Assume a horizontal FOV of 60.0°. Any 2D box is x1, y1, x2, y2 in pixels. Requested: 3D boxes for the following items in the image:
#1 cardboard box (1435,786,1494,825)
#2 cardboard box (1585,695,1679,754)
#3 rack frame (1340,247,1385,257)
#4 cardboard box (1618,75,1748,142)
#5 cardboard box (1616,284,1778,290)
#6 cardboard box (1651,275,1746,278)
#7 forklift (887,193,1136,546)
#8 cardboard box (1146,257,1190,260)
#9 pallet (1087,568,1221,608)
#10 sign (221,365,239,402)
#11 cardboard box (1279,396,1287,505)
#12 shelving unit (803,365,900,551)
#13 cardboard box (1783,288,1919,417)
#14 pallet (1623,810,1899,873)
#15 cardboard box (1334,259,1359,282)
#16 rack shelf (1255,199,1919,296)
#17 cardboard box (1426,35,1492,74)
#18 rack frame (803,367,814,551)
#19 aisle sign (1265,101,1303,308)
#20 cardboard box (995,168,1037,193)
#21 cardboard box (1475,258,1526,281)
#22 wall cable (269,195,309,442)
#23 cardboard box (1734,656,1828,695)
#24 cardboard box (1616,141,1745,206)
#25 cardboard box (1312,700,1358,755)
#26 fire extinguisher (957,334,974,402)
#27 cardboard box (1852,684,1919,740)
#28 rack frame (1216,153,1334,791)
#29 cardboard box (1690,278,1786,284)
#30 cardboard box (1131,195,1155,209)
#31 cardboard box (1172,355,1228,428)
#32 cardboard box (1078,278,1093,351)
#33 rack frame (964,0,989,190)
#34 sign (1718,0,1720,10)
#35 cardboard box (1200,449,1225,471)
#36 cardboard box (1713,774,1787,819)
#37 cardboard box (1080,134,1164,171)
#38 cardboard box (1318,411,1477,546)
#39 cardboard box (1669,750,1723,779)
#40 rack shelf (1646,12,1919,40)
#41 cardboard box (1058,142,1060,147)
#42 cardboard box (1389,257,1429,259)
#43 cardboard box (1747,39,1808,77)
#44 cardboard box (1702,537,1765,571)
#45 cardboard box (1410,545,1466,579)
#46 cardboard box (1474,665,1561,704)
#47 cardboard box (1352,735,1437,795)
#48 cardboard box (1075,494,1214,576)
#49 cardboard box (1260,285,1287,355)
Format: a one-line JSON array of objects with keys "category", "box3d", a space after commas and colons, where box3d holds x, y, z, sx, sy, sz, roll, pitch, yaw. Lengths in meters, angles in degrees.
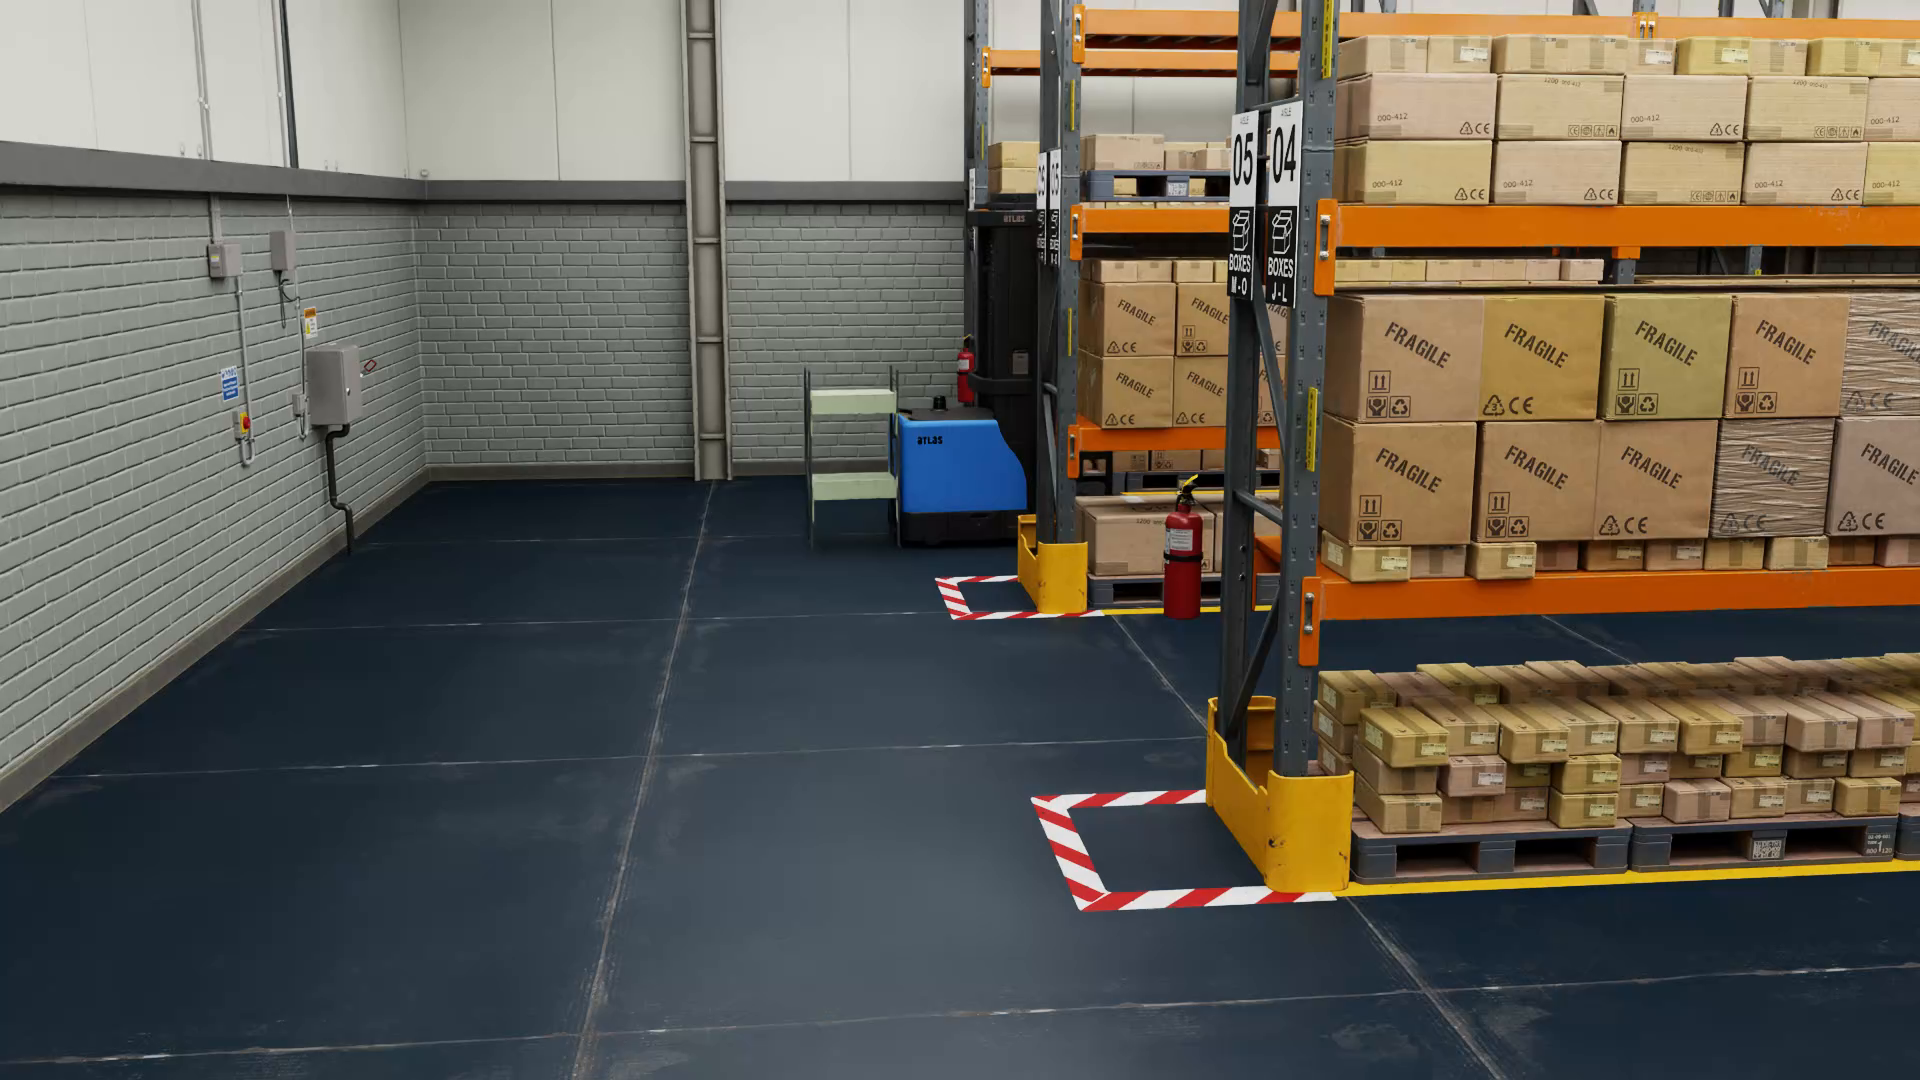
[{"category": "cardboard box", "box3d": [2.137, 1.105, 7.274, 0.250, 0.149, 0.380, -1, 11, -6]}, {"category": "cardboard box", "box3d": [2.927, 0.803, 7.265, 0.250, 0.149, 0.380, -1, 11, -4]}, {"category": "rack frame", "box3d": [4.132, -2.100, 17.272, 0.127, 3.000, 1.000, -1, 11, -6]}, {"category": "cardboard box", "box3d": [2.817, -1.739, 6.756, 0.500, 0.250, 0.500, -1, 11, -5]}, {"category": "cardboard box", "box3d": [3.303, -0.895, 7.521, 0.500, 0.500, 0.500, -2, 11, -8]}, {"category": "cardboard box", "box3d": [5.602, -1.757, 12.678, 0.500, 0.500, 0.500, -1, 11, -5]}, {"category": "forklift", "box3d": [0.921, -1.506, 14.432, 3.031, 2.935, 1.130, -2, 11, -10]}, {"category": "cardboard box", "box3d": [1.527, -2.000, 12.231, 0.250, 0.149, 0.380, -1, 11, -7]}, {"category": "pallet", "box3d": [1.481, 0.272, 12.436, 1.213, 0.211, 1.003, -1, 11, -6]}, {"category": "sign", "box3d": [-4.964, -1.065, 11.306, 0.001, 0.218, 0.327, -1, 11, -6]}, {"category": "cardboard box", "box3d": [1.749, -0.371, 7.449, 0.500, 0.500, 0.500, -1, 11, -5]}, {"category": "shelving unit", "box3d": [-0.913, -0.698, 14.032, 0.755, 1.500, 0.431, -2, 11, -10]}, {"category": "cardboard box", "box3d": [3.845, -0.805, 7.063, 0.500, 0.500, 0.500, -1, 11, -5]}, {"category": "pallet", "box3d": [3.427, 1.215, 7.643, 1.213, 0.211, 1.003, -1, 11, -6]}, {"category": "cardboard box", "box3d": [2.624, -1.901, 11.728, 0.250, 0.149, 0.380, -1, 11, -7]}, {"category": "rack shelf", "box3d": [3.318, -1.278, 7.180, 4.000, 0.370, 1.077, -1, 11, -6]}, {"category": "cardboard box", "box3d": [1.932, -1.921, 6.648, 0.250, 0.149, 0.380, -1, 11, -4]}, {"category": "rack frame", "box3d": [-1.273, -0.686, 13.967, 0.023, 1.500, 0.400, -2, 11, -10]}, {"category": "aisle sign", "box3d": [1.290, -1.334, 6.637, 0.004, 0.787, 0.394, -1, 11, -6]}, {"category": "cardboard box", "box3d": [0.626, -3.517, 16.325, 0.500, 0.250, 0.500, -1, 11, -7]}, {"category": "cardboard box", "box3d": [3.877, -1.950, 11.979, 0.250, 0.149, 0.380, -1, 11, -6]}, {"category": "wall cable", "box3d": [-5.073, -1.713, 12.670, 0.122, 1.984, 0.588, -1, 11, -6]}, {"category": "cardboard box", "box3d": [3.896, 0.676, 7.911, 0.250, 0.149, 0.380, -1, 11, -5]}, {"category": "cardboard box", "box3d": [2.838, -1.499, 6.830, 0.500, 0.250, 0.500, -2, 11, -8]}, {"category": "cardboard box", "box3d": [1.824, 0.864, 7.728, 0.250, 0.149, 0.380, -2, 11, -8]}, {"category": "fire extinguisher", "box3d": [0.059, -1.704, 16.425, 0.183, 0.674, 0.296, -1, 11, -6]}, {"category": "cardboard box", "box3d": [4.218, 0.768, 7.447, 0.250, 0.149, 0.380, -1, 11, -4]}, {"category": "rack frame", "box3d": [1.330, -0.117, 7.188, 0.127, 3.000, 1.000, -1, 11, -6]}, {"category": "cardboard box", "box3d": [5.643, -1.657, 12.171, 0.500, 0.500, 0.500, -1, 11, -6]}, {"category": "cardboard box", "box3d": [1.769, -3.349, 16.501, 0.250, 0.149, 0.380, -1, 11, -7]}, {"category": "cardboard box", "box3d": [1.703, -1.084, 11.848, 0.500, 0.500, 0.500, -1, 11, -7]}, {"category": "cardboard box", "box3d": [1.148, -1.660, 12.183, 0.500, 0.500, 0.500, -1, 11, -4]}, {"category": "rack frame", "box3d": [0.155, -4.960, 16.269, 0.127, 3.000, 1.000, -1, 11, -6]}, {"category": "sign", "box3d": [8.045, -5.769, 17.552, 0.005, 0.325, 0.100, -1, 11, -6]}, {"category": "cardboard box", "box3d": [2.659, -1.022, 17.183, 0.500, 0.500, 0.700, -2, 11, -8]}, {"category": "cardboard box", "box3d": [3.422, 1.091, 7.343, 0.250, 0.149, 0.380, -1, 11, -6]}, {"category": "cardboard box", "box3d": [1.132, -2.744, 11.817, 0.500, 0.250, 0.500, -2, 11, -11]}, {"category": "cardboard box", "box3d": [1.806, -0.269, 6.928, 0.500, 0.500, 0.500, -1, 11, -3]}, {"category": "cardboard box", "box3d": [3.176, 0.929, 7.397, 0.250, 0.149, 0.380, -1, 11, -3]}, {"category": "rack shelf", "box3d": [6.660, -3.584, 12.171, 4.000, 0.370, 1.077, -1, 11, -6]}, {"category": "cardboard box", "box3d": [1.131, -3.774, 16.334, 0.500, 0.250, 0.500, -1, 11, -6]}, {"category": "cardboard box", "box3d": [3.306, -2.034, 12.404, 0.250, 0.149, 0.380, -2, 11, -8]}, {"category": "cardboard box", "box3d": [3.224, -1.946, 6.775, 0.250, 0.149, 0.380, -1, 11, -4]}, {"category": "cardboard box", "box3d": [3.233, 0.020, 7.142, 0.250, 0.149, 0.380, -1, 11, -4]}, {"category": "cardboard box", "box3d": [1.936, 0.049, 6.994, 0.250, 0.149, 0.380, -1, 11, -4]}, {"category": "cardboard box", "box3d": [2.593, 0.707, 7.756, 0.250, 0.149, 0.380, -2, 11, -8]}, {"category": "cardboard box", "box3d": [1.878, 0.968, 7.199, 0.250, 0.149, 0.380, -1, 11, -4]}, {"category": "cardboard box", "box3d": [1.340, -0.046, 12.380, 0.875, 0.438, 0.875, -2, 11, -8]}, {"category": "cardboard box", "box3d": [2.226, -1.584, 11.797, 0.500, 0.500, 0.500, -1, 11, -7]}]
